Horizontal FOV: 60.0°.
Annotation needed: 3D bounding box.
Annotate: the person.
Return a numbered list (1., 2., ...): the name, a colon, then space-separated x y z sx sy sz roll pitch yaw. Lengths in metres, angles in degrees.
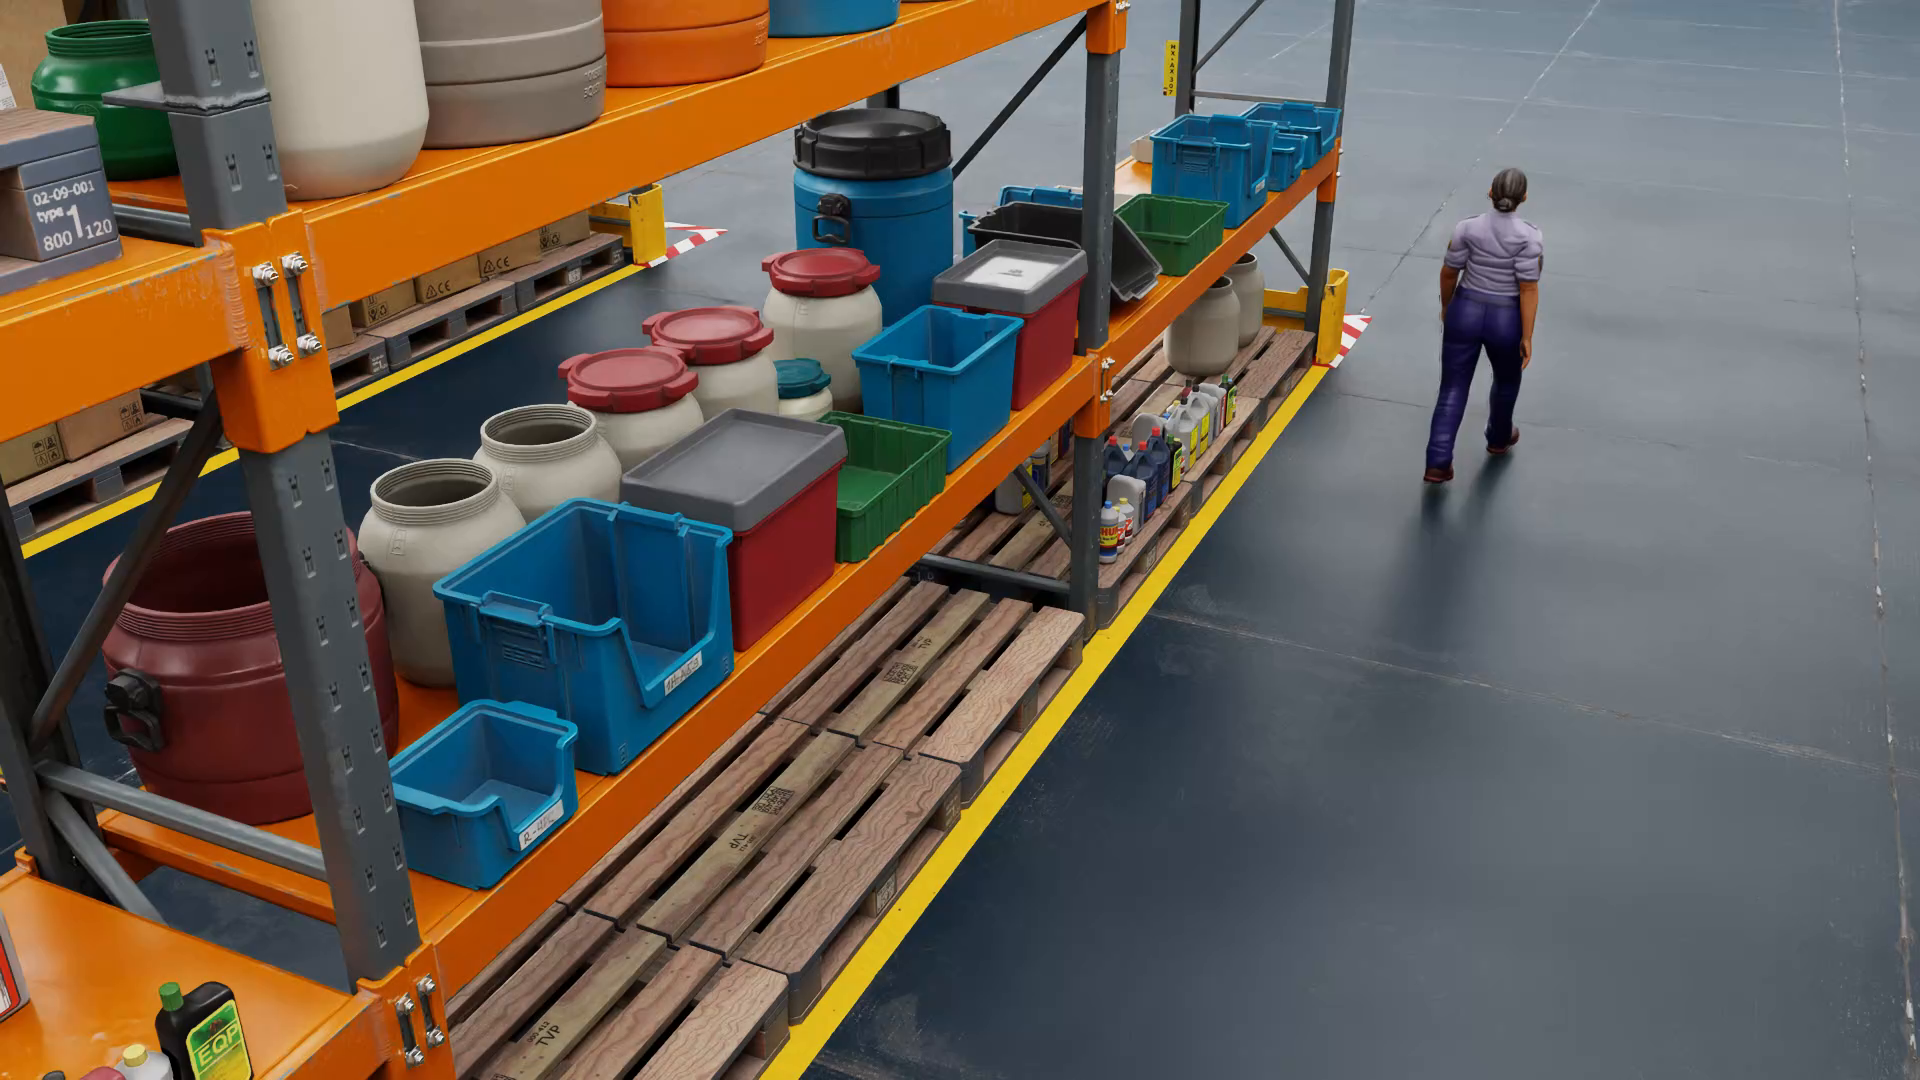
1. person: 2.663 -1.116 8.402 0.506 1.593 0.975 12 29 22
